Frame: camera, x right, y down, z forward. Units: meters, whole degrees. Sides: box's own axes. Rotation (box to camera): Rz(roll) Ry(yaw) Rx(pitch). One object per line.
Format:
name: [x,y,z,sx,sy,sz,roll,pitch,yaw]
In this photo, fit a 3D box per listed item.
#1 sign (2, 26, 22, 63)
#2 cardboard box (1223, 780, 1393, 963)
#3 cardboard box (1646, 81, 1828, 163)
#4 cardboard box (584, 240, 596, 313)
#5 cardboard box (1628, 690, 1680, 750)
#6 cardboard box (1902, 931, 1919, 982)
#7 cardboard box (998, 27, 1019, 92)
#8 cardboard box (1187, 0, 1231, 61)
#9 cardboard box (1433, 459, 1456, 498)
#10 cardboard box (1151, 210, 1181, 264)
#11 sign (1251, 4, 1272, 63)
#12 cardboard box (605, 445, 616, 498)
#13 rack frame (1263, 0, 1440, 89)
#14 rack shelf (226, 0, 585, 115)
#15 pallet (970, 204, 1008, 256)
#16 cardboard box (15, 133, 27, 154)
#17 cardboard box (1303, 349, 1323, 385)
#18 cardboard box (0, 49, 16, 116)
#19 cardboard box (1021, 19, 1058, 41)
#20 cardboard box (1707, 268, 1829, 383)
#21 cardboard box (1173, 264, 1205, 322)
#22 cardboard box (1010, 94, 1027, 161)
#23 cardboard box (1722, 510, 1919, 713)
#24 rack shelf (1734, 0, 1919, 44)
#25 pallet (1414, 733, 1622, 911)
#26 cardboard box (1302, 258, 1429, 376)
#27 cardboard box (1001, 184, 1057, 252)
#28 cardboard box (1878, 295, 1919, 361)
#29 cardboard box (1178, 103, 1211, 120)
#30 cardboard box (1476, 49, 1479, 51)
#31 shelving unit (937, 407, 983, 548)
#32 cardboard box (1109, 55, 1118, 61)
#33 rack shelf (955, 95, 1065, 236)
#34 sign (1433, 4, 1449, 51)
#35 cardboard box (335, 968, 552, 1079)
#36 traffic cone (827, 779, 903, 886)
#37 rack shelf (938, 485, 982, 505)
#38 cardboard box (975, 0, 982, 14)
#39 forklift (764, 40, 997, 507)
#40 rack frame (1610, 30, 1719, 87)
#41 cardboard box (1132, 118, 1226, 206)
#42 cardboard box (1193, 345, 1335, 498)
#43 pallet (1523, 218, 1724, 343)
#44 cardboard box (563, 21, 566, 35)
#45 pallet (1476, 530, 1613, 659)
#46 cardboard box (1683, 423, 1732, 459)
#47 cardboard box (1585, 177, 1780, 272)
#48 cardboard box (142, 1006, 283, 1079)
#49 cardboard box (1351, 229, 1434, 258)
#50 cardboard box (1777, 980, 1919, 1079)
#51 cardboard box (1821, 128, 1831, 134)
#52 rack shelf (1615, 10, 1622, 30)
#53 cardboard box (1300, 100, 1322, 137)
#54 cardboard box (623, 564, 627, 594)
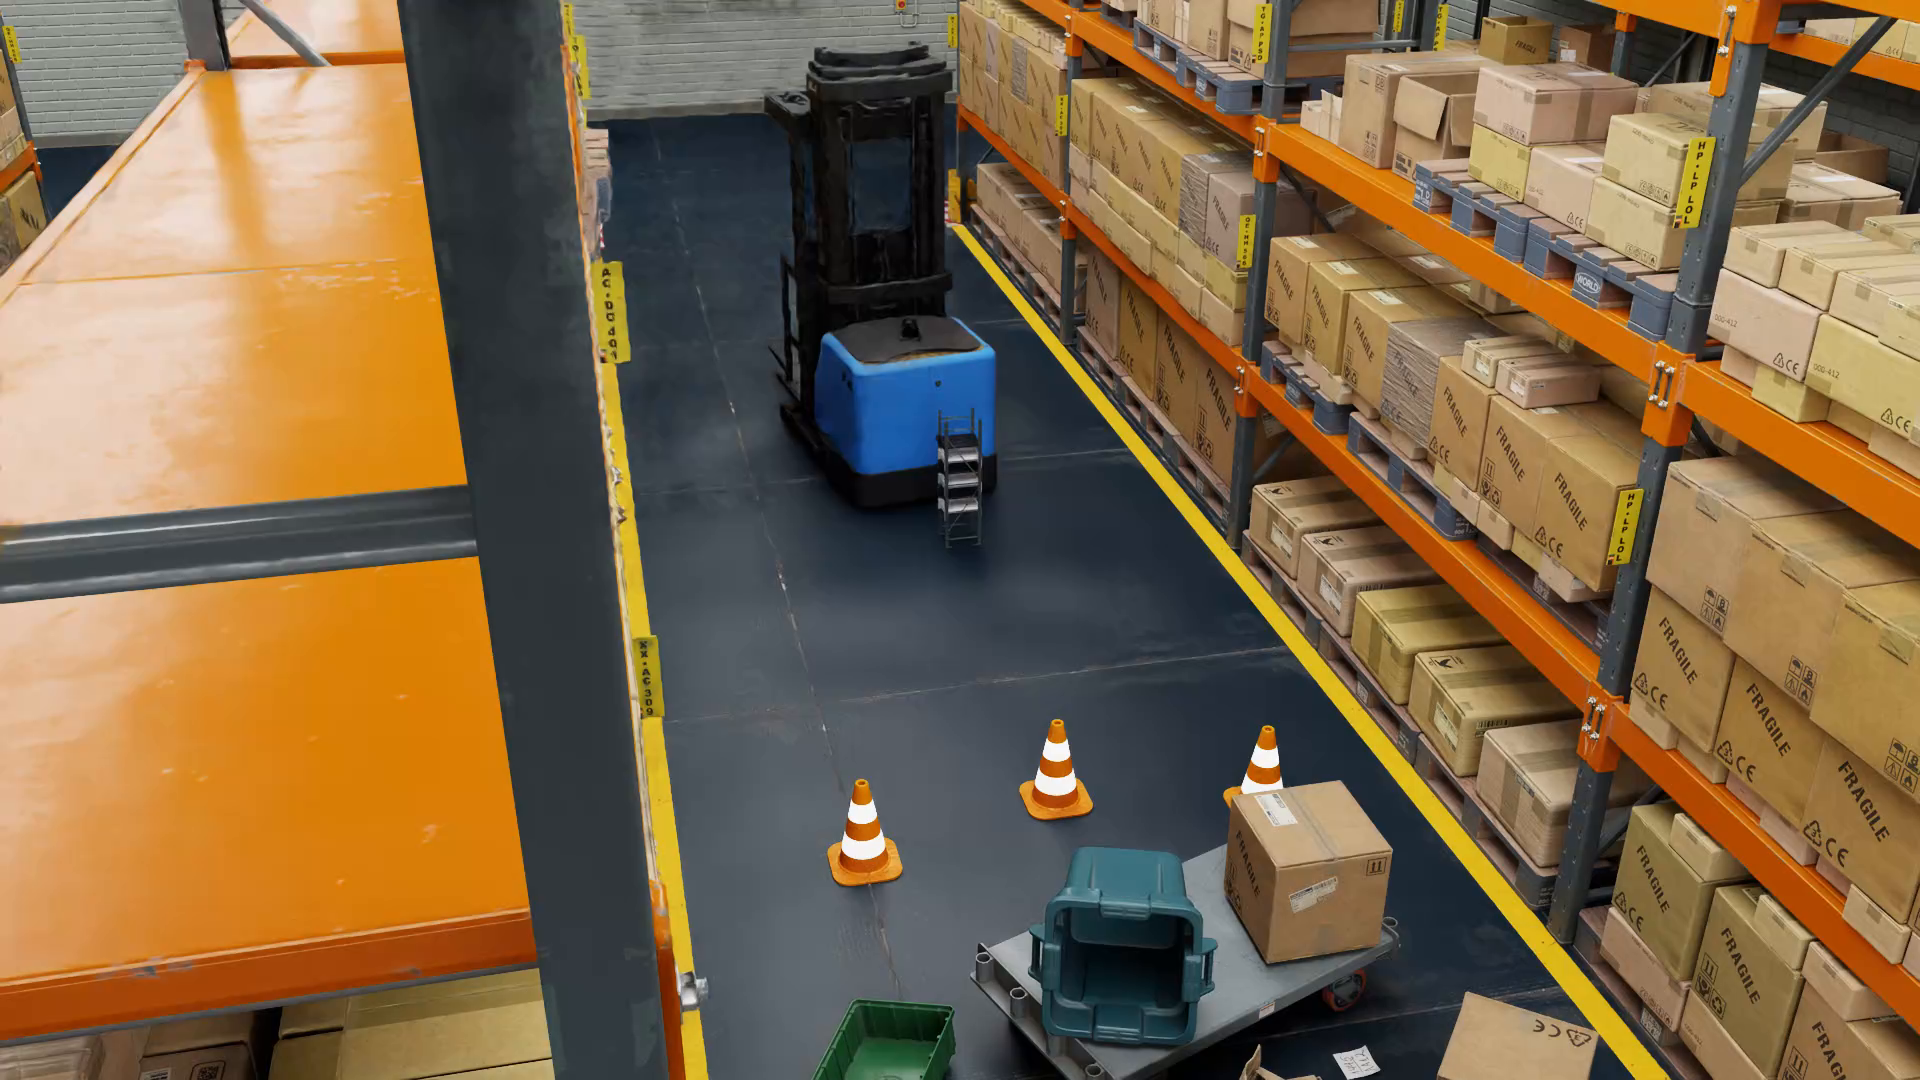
sign: [-8.656,-4.523,15.181,0.100,0.325,0.005,-6,27,-12]
cardboard box: [1.444,1.382,6.964,0.500,0.500,0.500,-6,27,-12]
cardboard box: [3.308,-1.788,7.126,0.500,0.250,0.500,-7,28,-13]
cardboard box: [-1.235,-0.730,4.701,0.380,0.149,0.250,-6,27,-12]
cardboard box: [2.930,0.693,6.673,0.380,0.149,0.250,-6,27,-12]
cardboard box: [3.293,1.363,5.345,0.380,0.149,0.250,-6,27,-12]
cardboard box: [0.658,-4.439,15.342,0.500,0.500,0.500,-6,27,-11]
cardboard box: [1.862,-3.333,10.464,0.700,0.500,0.500,-7,28,-14]
cardboard box: [2.571,-0.312,8.199,0.380,0.149,0.250,-6,27,-12]
cardboard box: [1.659,-2.136,11.612,0.500,0.250,0.500,-7,28,-13]
sign: [1.727,-2.898,9.519,0.100,0.325,0.005,-6,27,-12]
cardboard box: [-0.893,-0.063,3.381,0.380,0.149,0.250,-6,27,-11]
rack frame: [2.270,-4.024,9.082,1.000,3.000,0.127,-6,27,-12]
rack shelf: [-2.079,-2.099,6.511,1.077,0.370,4.000,-6,27,-12]
pallet: [0.724,-3.270,17.341,1.003,0.211,1.213,-6,27,-12]
cardboard box: [-8.787,-3.617,15.212,0.380,0.149,0.250,-5,27,-11]
cardboard box: [2.210,-1.007,9.576,0.380,0.149,0.250,-8,28,-15]
cardboard box: [-8.822,-4.065,14.826,0.500,0.500,0.500,-6,27,-11]
cardboard box: [0.763,-4.553,14.848,0.380,0.149,0.250,-7,28,-13]
cardboard box: [3.004,-0.774,5.808,0.500,0.250,0.500,-7,28,-13]
cardboard box: [1.773,-1.697,11.297,0.500,0.250,0.500,-5,27,-11]
cardboard box: [0.766,-3.769,15.123,0.500,0.500,0.500,-6,27,-12]
cardboard box: [3.153,0.228,5.765,0.700,0.500,0.500,-6,27,-11]
rack shelf: [3.622,-1.068,4.027,1.077,0.370,4.000,-6,27,-12]
pallet: [2.995,1.313,8.260,1.003,0.211,1.213,-6,27,-12]
cardboard box: [2.270,-1.262,9.360,0.500,0.500,0.500,-5,27,-9]
cardboard box: [0.928,-3.221,16.527,0.875,0.438,0.875,-5,27,-10]
cardboard box: [3.095,-0.655,5.131,0.380,0.149,0.250,-6,27,-12]
cardboard box: [1.933,-2.971,12.434,0.500,0.500,0.500,-5,27,-10]
cardboard box: [5.779,-5.028,17.566,0.500,0.250,0.500,-6,27,-11]
shelving unit: [-0.002,-0.405,10.901,0.258,0.900,0.210,-6,27,-12]
cardboard box: [1.477,-4.158,14.066,0.380,0.149,0.250,-6,27,-11]
rack shelf: [0.918,-3.659,15.815,1.077,0.370,4.000,-6,27,-12]
sign: [2.799,-2.970,9.749,0.100,0.325,0.005,-6,27,-12]
cardboard box: [-0.548,0.609,2.049,0.380,0.149,0.250,-6,27,-11]
traffic cone: [-0.460,1.347,7.913,0.336,0.463,0.334,-6,27,-12]
rack shelf: [-0.002,-0.295,10.956,0.258,0.077,0.200,-6,27,-12]
cardboard box: [0.353,-5.221,16.171,0.380,0.149,0.250,-5,27,-10]
forklift: [-0.744,-2.176,12.154,1.130,2.935,3.031,-10,28,-19]
rack frame: [6.204,-3.608,14.915,1.000,3.000,0.127,-6,27,-12]
cardboard box: [1.563,-2.703,11.903,0.500,0.500,0.500,-6,27,-12]
cardboard box: [2.195,-0.897,11.436,0.875,0.875,0.875,-6,27,-12]
pallet: [3.136,-1.127,6.880,1.213,0.211,1.003,-6,27,-12]
cardboard box: [-3.747,-4.309,14.755,0.500,0.500,0.500,-5,27,-9]
pallet: [3.141,0.145,7.692,1.003,0.211,1.213,-6,27,-12]
cardboard box: [3.345,-0.190,7.236,0.500,0.500,0.500,-5,27,-10]
cardboard box: [2.899,-1.291,6.697,0.500,0.250,0.500,-6,28,-13]
cardboard box: [-1.221,0.670,2.371,0.500,0.250,0.500,-6,27,-11]
cardboard box: [2.643,-1.540,9.911,0.500,0.500,0.500,-7,28,-13]
cardboard box: [3.289,1.863,5.829,0.500,0.500,0.500,-5,27,-9]
cardboard box: [6.388,-3.033,13.199,0.700,0.500,0.500,-6,27,-12]
rack shelf: [5.753,-5.504,16.141,1.077,0.370,4.000,-6,27,-12]
cardboard box: [2.175,-2.417,9.507,0.380,0.149,0.250,-6,27,-12]
cardboard box: [-1.599,0.433,6.799,0.500,0.500,0.500,-6,27,-11]
